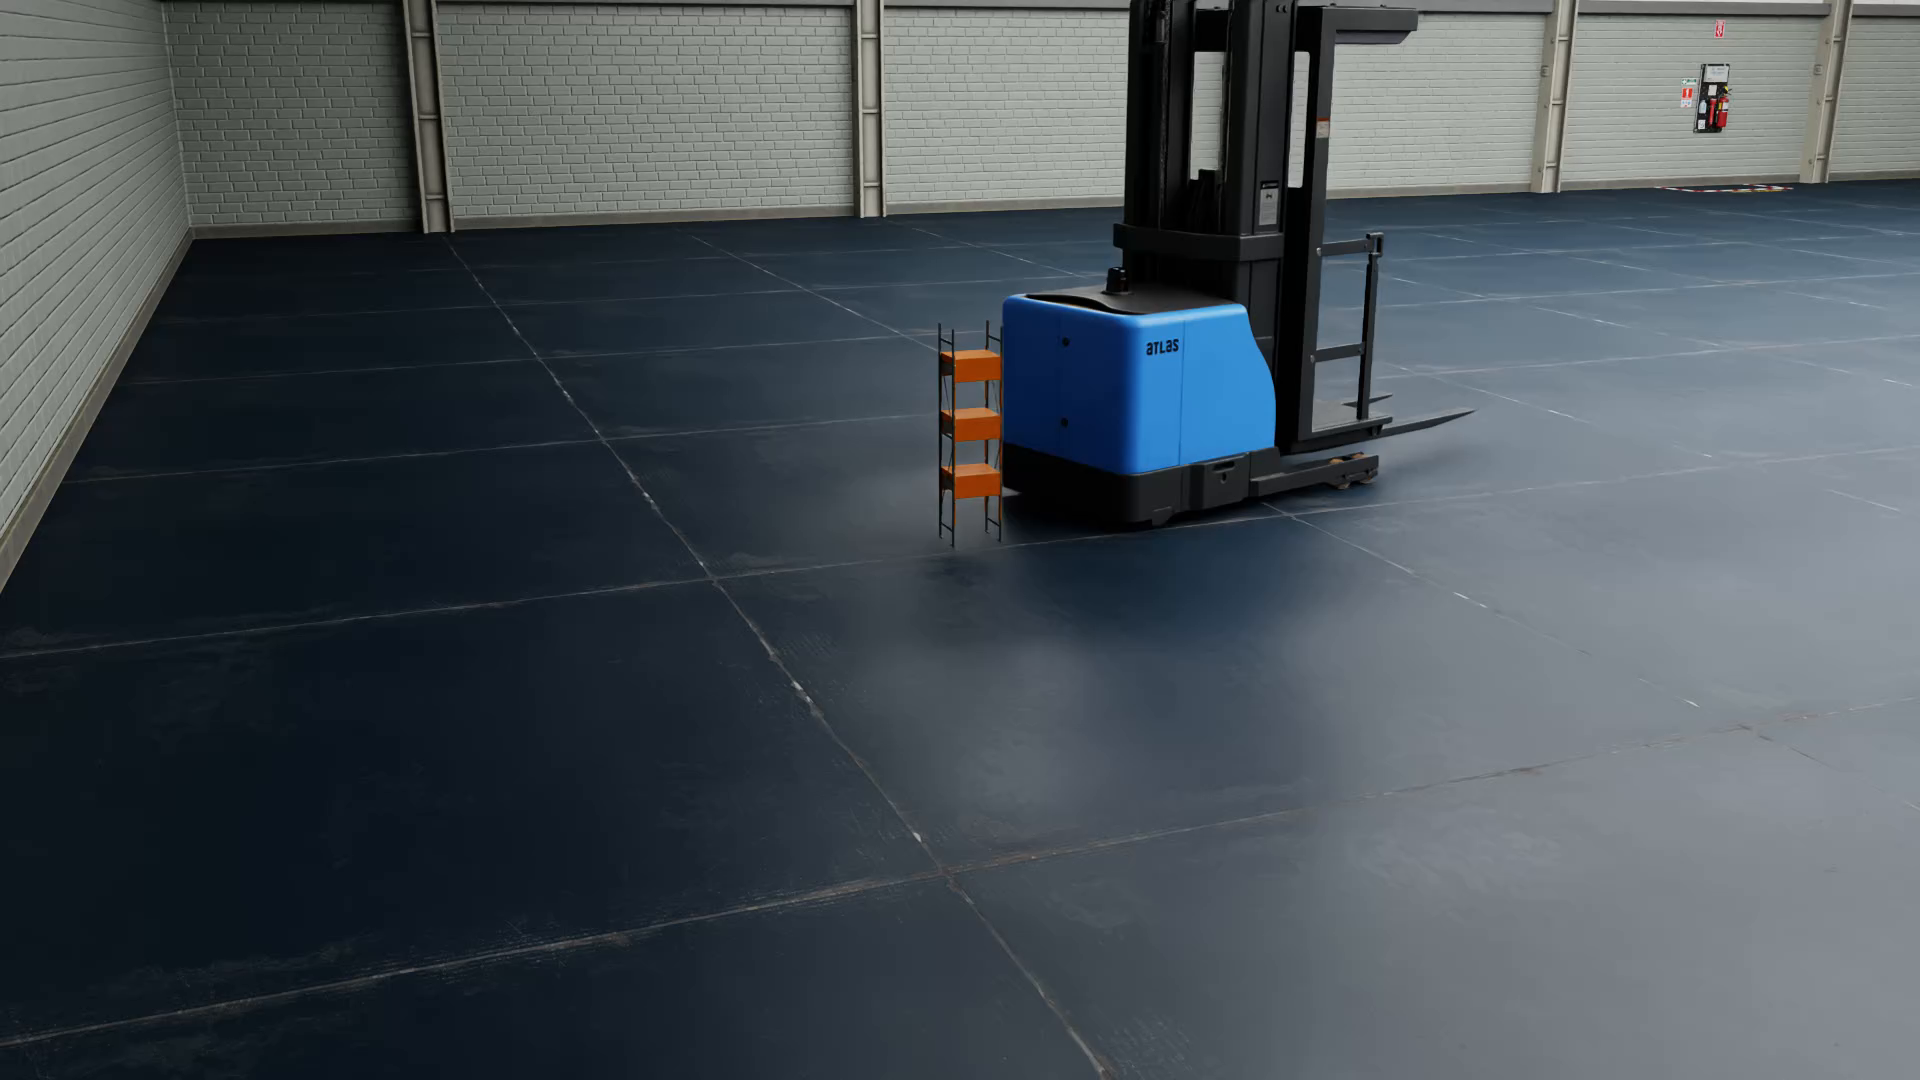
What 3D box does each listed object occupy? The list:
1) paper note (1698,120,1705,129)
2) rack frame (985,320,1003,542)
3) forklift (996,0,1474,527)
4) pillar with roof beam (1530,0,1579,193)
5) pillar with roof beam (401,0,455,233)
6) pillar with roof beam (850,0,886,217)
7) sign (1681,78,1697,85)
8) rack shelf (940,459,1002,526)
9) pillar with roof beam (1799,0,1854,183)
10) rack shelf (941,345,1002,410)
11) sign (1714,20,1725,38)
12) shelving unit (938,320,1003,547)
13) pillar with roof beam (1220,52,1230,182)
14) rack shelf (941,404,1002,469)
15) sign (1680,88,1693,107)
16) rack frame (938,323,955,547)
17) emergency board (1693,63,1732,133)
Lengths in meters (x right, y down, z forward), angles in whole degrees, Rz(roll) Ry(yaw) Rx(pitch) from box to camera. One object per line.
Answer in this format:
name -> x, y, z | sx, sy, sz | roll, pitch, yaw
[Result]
paper note -> 12.997, -7.280, 29.130 | 0.142, 0.148, 0.016 | -6, 17, -20
rack frame -> 0.164, -0.521, 8.011 | 0.008, 1.050, 0.200 | -6, 17, -20
forklift -> 1.670, -1.783, 8.968 | 3.031, 2.935, 1.130 | -12, 20, -36
pillar with roof beam -> 11.446, -9.083, 23.057 | 0.400, 9.000, 9.100 | -6, 17, -20
pillar with roof beam -> -5.362, -7.268, 16.877 | 0.400, 9.000, 9.100 | -6, 17, -20
pillar with roof beam -> 0.241, -7.873, 18.937 | 0.400, 9.000, 9.100 | -6, 17, -20
sign -> 12.641, -7.944, 28.822 | 0.331, 0.109, 0.001 | -6, 17, -20
rack shelf -> 0.050, -0.232, 8.050 | 0.240, 0.259, 0.215 | -6, 17, -20
pillar with roof beam -> 17.049, -9.688, 25.117 | 0.400, 9.000, 9.100 | -6, 17, -20
rack shelf -> 0.050, -0.771, 7.892 | 0.240, 0.259, 0.215 | -6, 17, -20
sign -> 13.144, -8.840, 28.765 | 0.199, 0.298, 0.001 | -6, 17, -20
shelving unit -> 0.050, -0.509, 7.969 | 0.252, 1.050, 0.215 | -6, 17, -20
pillar with roof beam -> 5.843, -8.478, 20.997 | 0.400, 9.000, 9.100 | -6, 17, -20
rack shelf -> 0.050, -0.499, 7.972 | 0.240, 0.259, 0.215 | -6, 17, -20
sign -> 12.634, -7.691, 28.903 | 0.234, 0.329, 0.001 | -6, 17, -20
rack frame -> -0.064, -0.497, 7.927 | 0.008, 1.050, 0.200 | -6, 17, -20
emergency board -> 13.187, -7.703, 29.005 | 0.643, 1.169, 0.194 | -6, 17, -20
